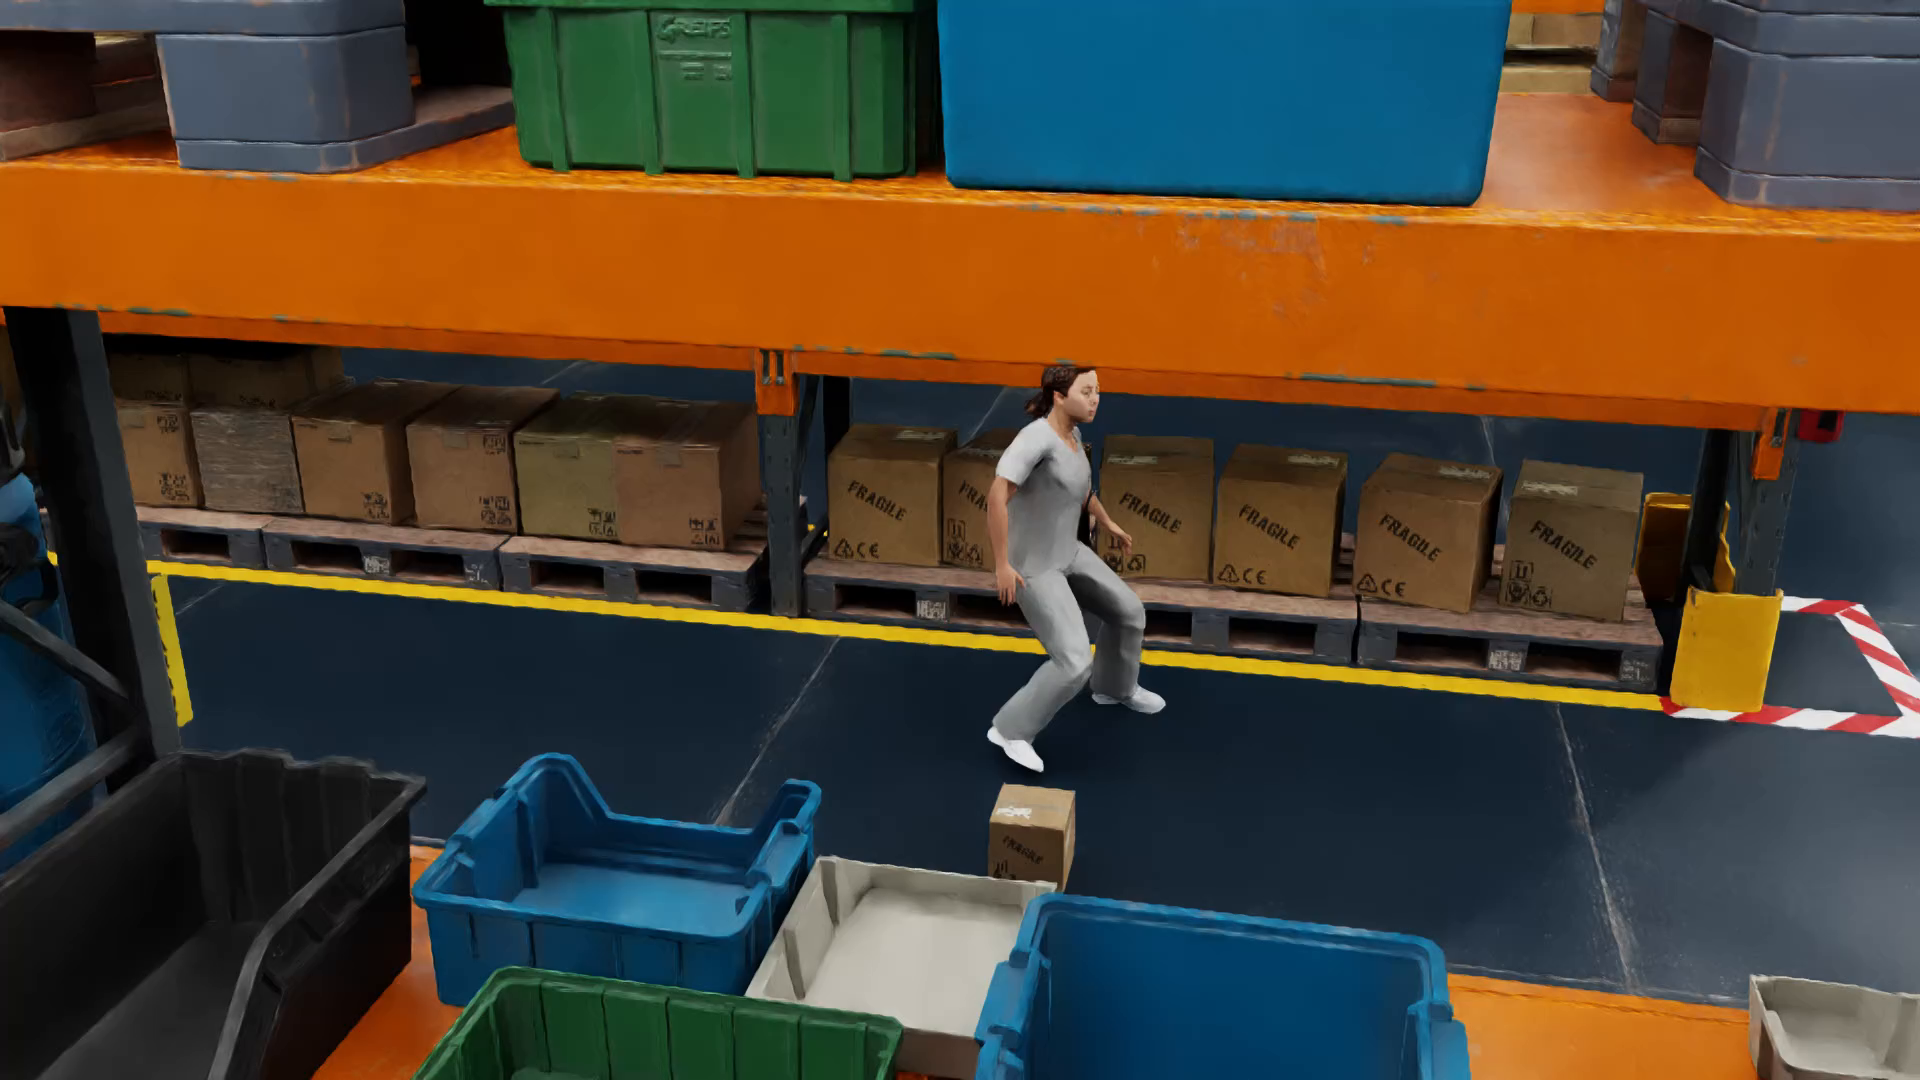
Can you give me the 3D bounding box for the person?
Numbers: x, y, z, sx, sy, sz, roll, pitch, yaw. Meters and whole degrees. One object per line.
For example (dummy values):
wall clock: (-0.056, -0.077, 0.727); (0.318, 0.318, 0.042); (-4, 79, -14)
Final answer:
person: (0.426, 0.051, 6.181); (0.493, 1.518, 0.795); (13, 25, 29)
